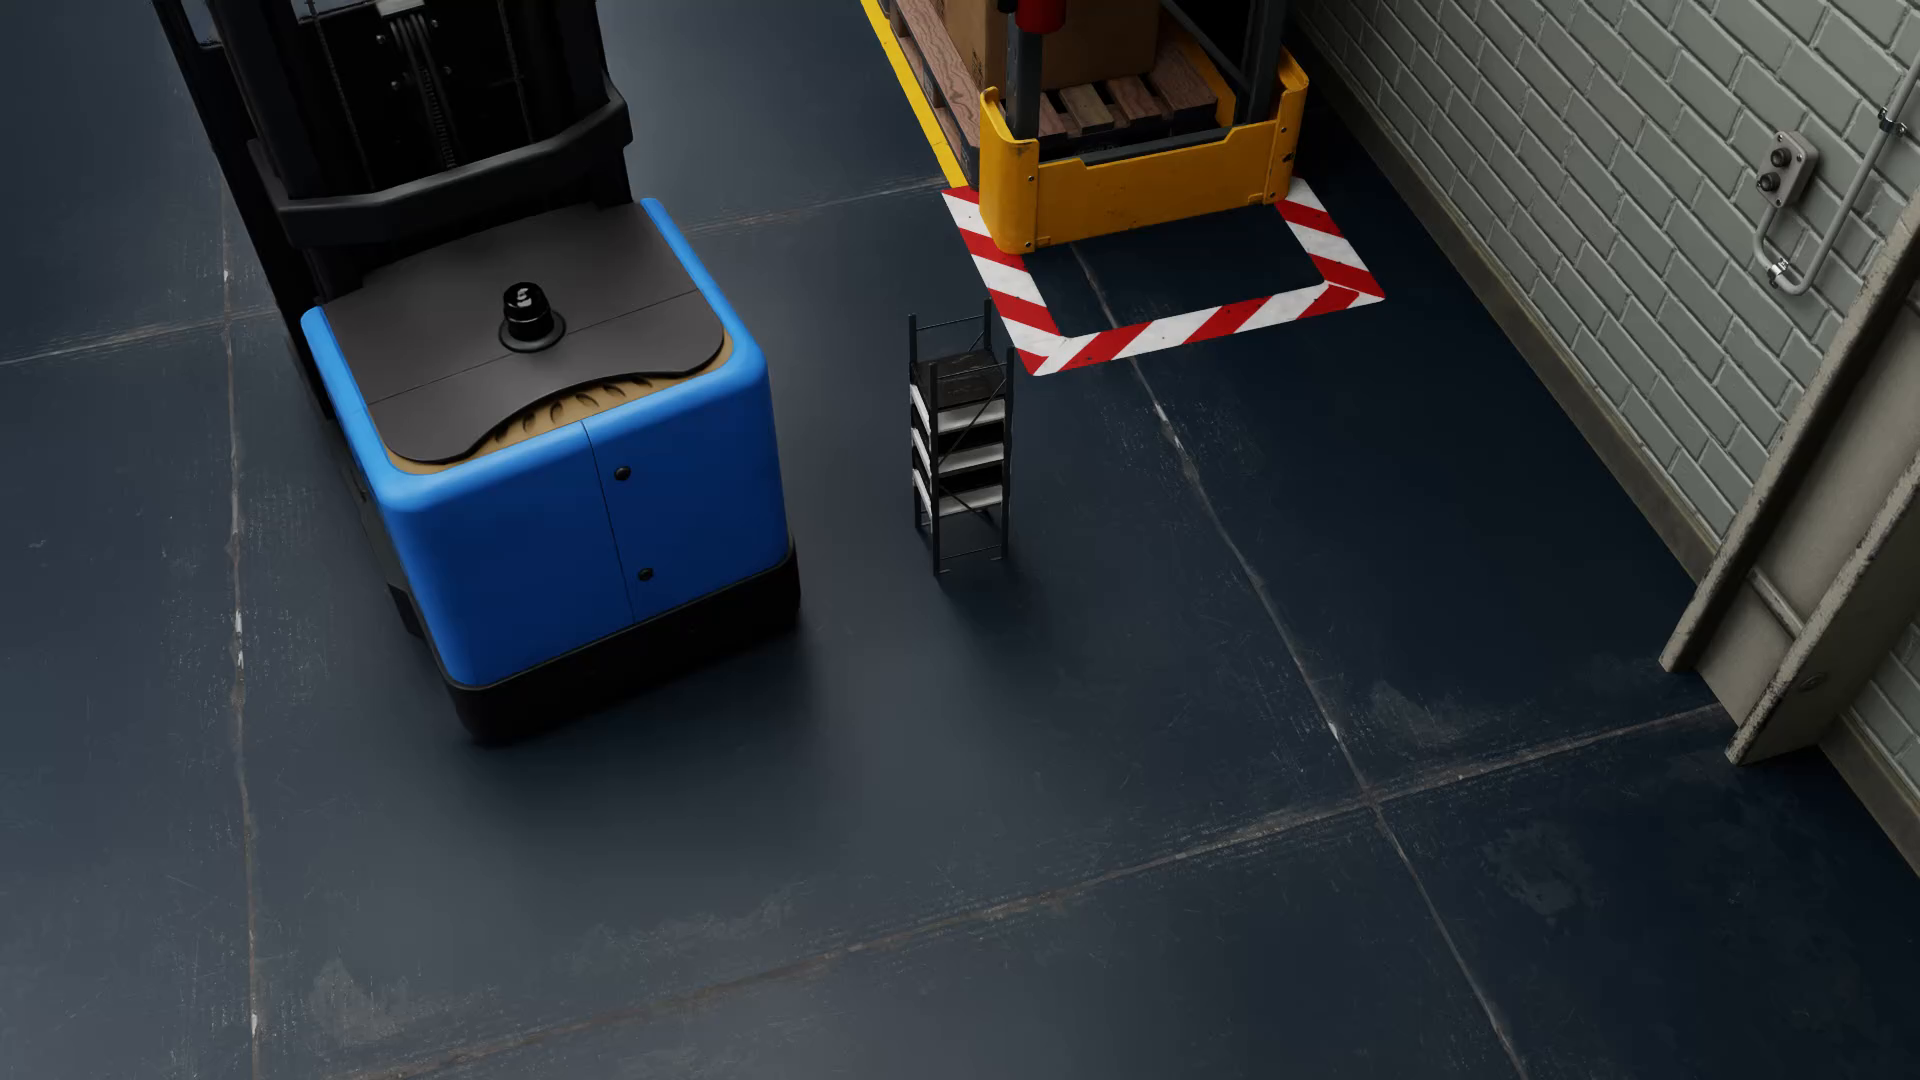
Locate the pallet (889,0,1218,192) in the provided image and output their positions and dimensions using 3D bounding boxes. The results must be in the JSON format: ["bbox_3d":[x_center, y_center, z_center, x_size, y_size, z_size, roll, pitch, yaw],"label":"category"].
[{"bbox_3d":[0.346,-1.948,6.754,1.003,0.211,1.213,-13,51,-11],"label":"pallet"}]

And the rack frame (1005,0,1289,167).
[{"bbox_3d":[0.658,-2.281,5.211,1.000,3.000,0.127,-13,51,-11],"label":"rack frame"}]

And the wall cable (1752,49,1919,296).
[{"bbox_3d":[1.940,-1.887,4.214,0.084,1.984,1.851,-13,51,-11],"label":"wall cable"}]

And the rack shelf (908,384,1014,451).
[{"bbox_3d":[0.002,-0.379,4.789,0.258,0.077,0.200,-13,51,-11],"label":"rack shelf"}]

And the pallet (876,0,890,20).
[{"bbox_3d":[-0.011,-2.838,7.504,1.003,0.211,1.213,-13,51,-11],"label":"pallet"}]

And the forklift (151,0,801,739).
[{"bbox_3d":[-1.637,-1.514,4.610,1.130,2.935,3.031,-23,54,-18],"label":"forklift"}]

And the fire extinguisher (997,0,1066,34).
[{"bbox_3d":[0.261,-1.921,5.202,0.296,0.674,0.183,-13,51,-11],"label":"fire extinguisher"}]

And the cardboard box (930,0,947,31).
[{"bbox_3d":[0.207,-2.464,6.726,0.700,0.500,0.500,-13,51,-11],"label":"cardboard box"}]

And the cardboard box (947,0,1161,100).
[{"bbox_3d":[0.355,-2.099,6.418,0.700,0.500,0.500,-13,51,-11],"label":"cardboard box"}]

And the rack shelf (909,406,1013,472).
[{"bbox_3d":[0.002,-0.321,4.858,0.258,0.077,0.200,-13,51,-11],"label":"rack shelf"}]

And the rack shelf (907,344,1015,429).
[{"bbox_3d":[0.002,-0.437,4.720,0.258,0.077,0.200,-13,51,-11],"label":"rack shelf"}]

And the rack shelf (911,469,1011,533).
[{"bbox_3d":[0.002,-0.147,5.064,0.258,0.077,0.200,-13,51,-11],"label":"rack shelf"}]

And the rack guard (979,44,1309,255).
[{"bbox_3d":[0.665,-1.457,6.152,1.175,0.500,0.348,-13,51,-11],"label":"rack guard"}]

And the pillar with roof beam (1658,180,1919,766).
[{"bbox_3d":[-1.830,-1.465,0.599,9.100,9.000,0.400,-13,51,-11],"label":"pillar with roof beam"}]

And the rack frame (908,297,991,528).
[{"bbox_3d":[-0.028,-0.358,4.964,0.240,0.900,0.006,-13,51,-11],"label":"rack frame"}]

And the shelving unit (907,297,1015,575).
[{"bbox_3d":[0.002,-0.284,4.901,0.258,0.900,0.210,-13,51,-11],"label":"shelving unit"}]

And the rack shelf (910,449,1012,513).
[{"bbox_3d":[0.002,-0.205,4.995,0.258,0.077,0.200,-13,51,-11],"label":"rack shelf"}]

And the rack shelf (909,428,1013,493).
[{"bbox_3d":[0.002,-0.263,4.926,0.258,0.077,0.200,-13,51,-11],"label":"rack shelf"}]

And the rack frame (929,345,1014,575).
[{"bbox_3d":[0.032,-0.210,4.838,0.240,0.900,0.006,-13,51,-11],"label":"rack frame"}]
